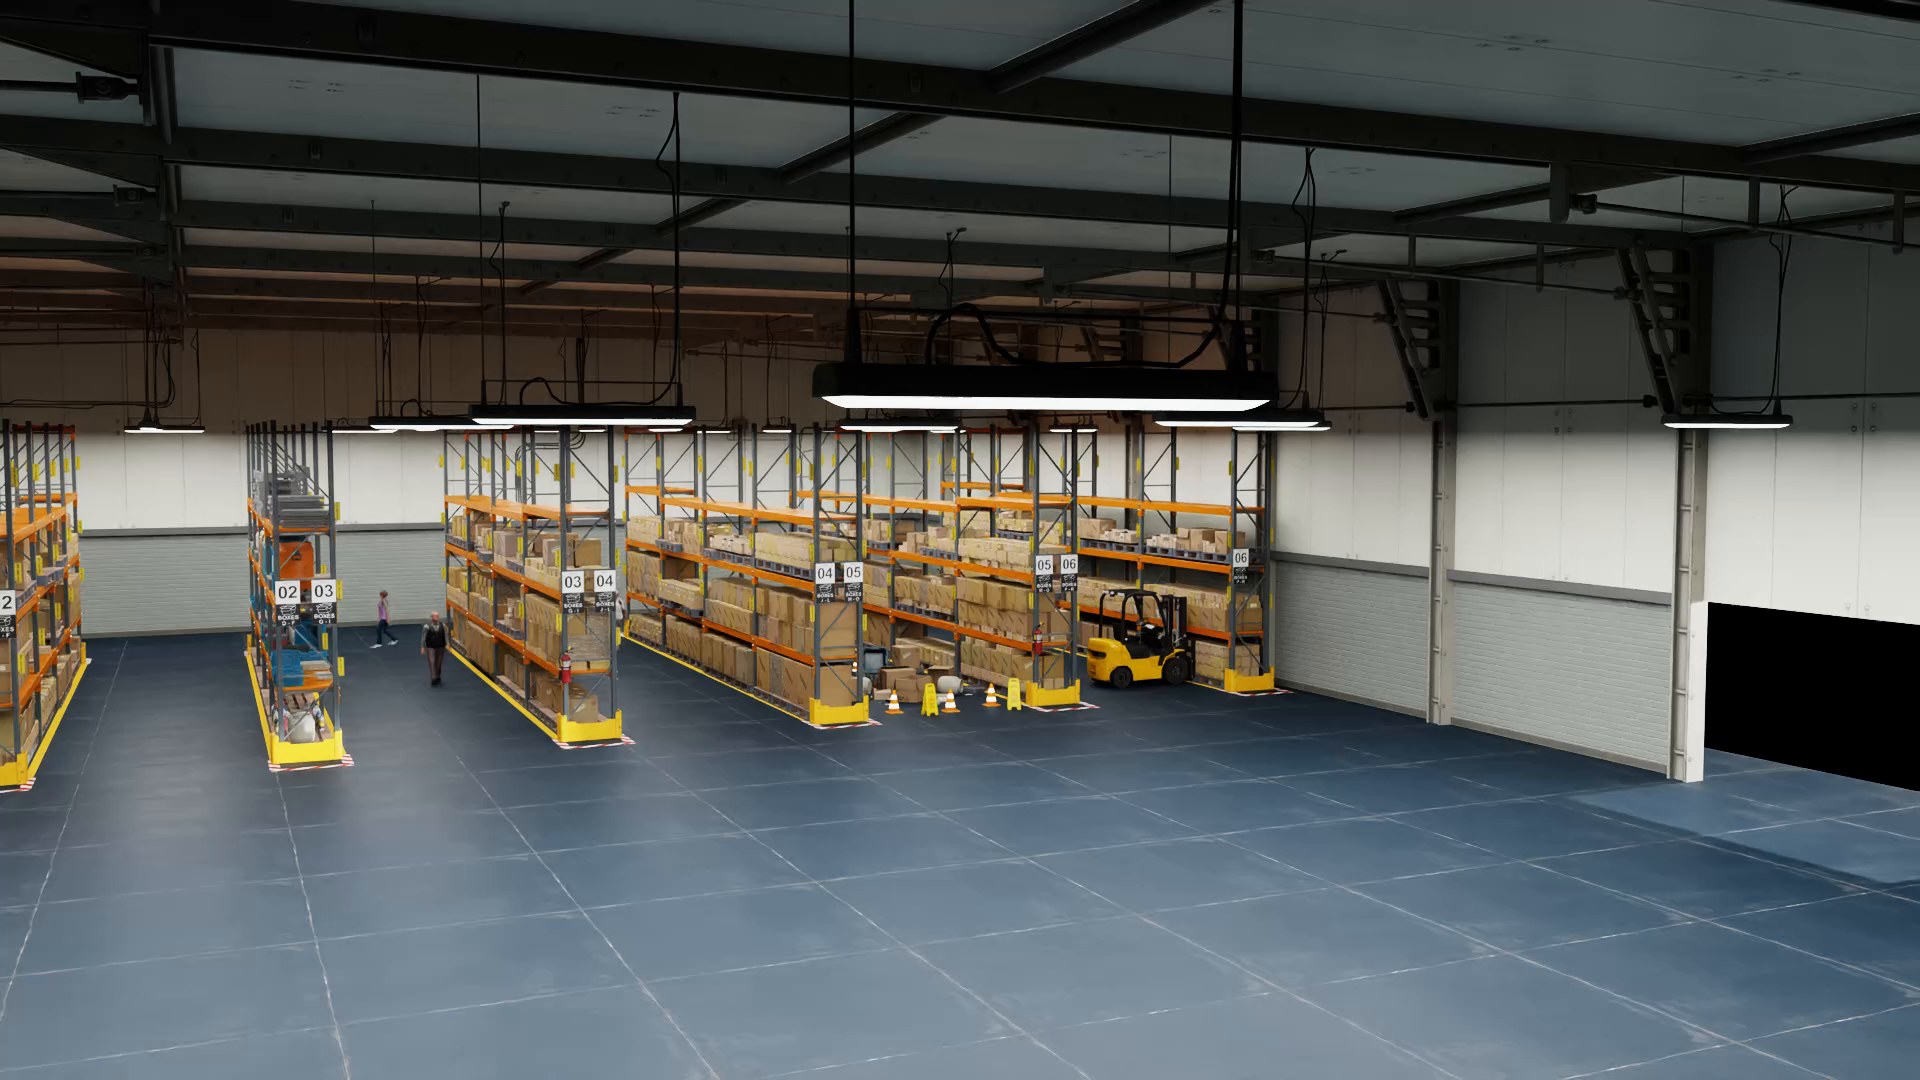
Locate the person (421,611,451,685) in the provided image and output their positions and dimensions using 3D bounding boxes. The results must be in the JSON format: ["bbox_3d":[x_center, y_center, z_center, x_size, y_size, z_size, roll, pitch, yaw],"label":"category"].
[{"bbox_3d":[-12.092,2.480,38.349,0.638,1.663,1.074,-2,4,-24],"label":"person"}]

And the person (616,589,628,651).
[{"bbox_3d":[-9.198,2.108,44.514,0.516,1.627,1.033,-2,4,-26],"label":"person"}]

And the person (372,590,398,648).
[{"bbox_3d":[-15.606,2.130,45.095,0.697,1.578,0.483,-1,4,-22],"label":"person"}]
